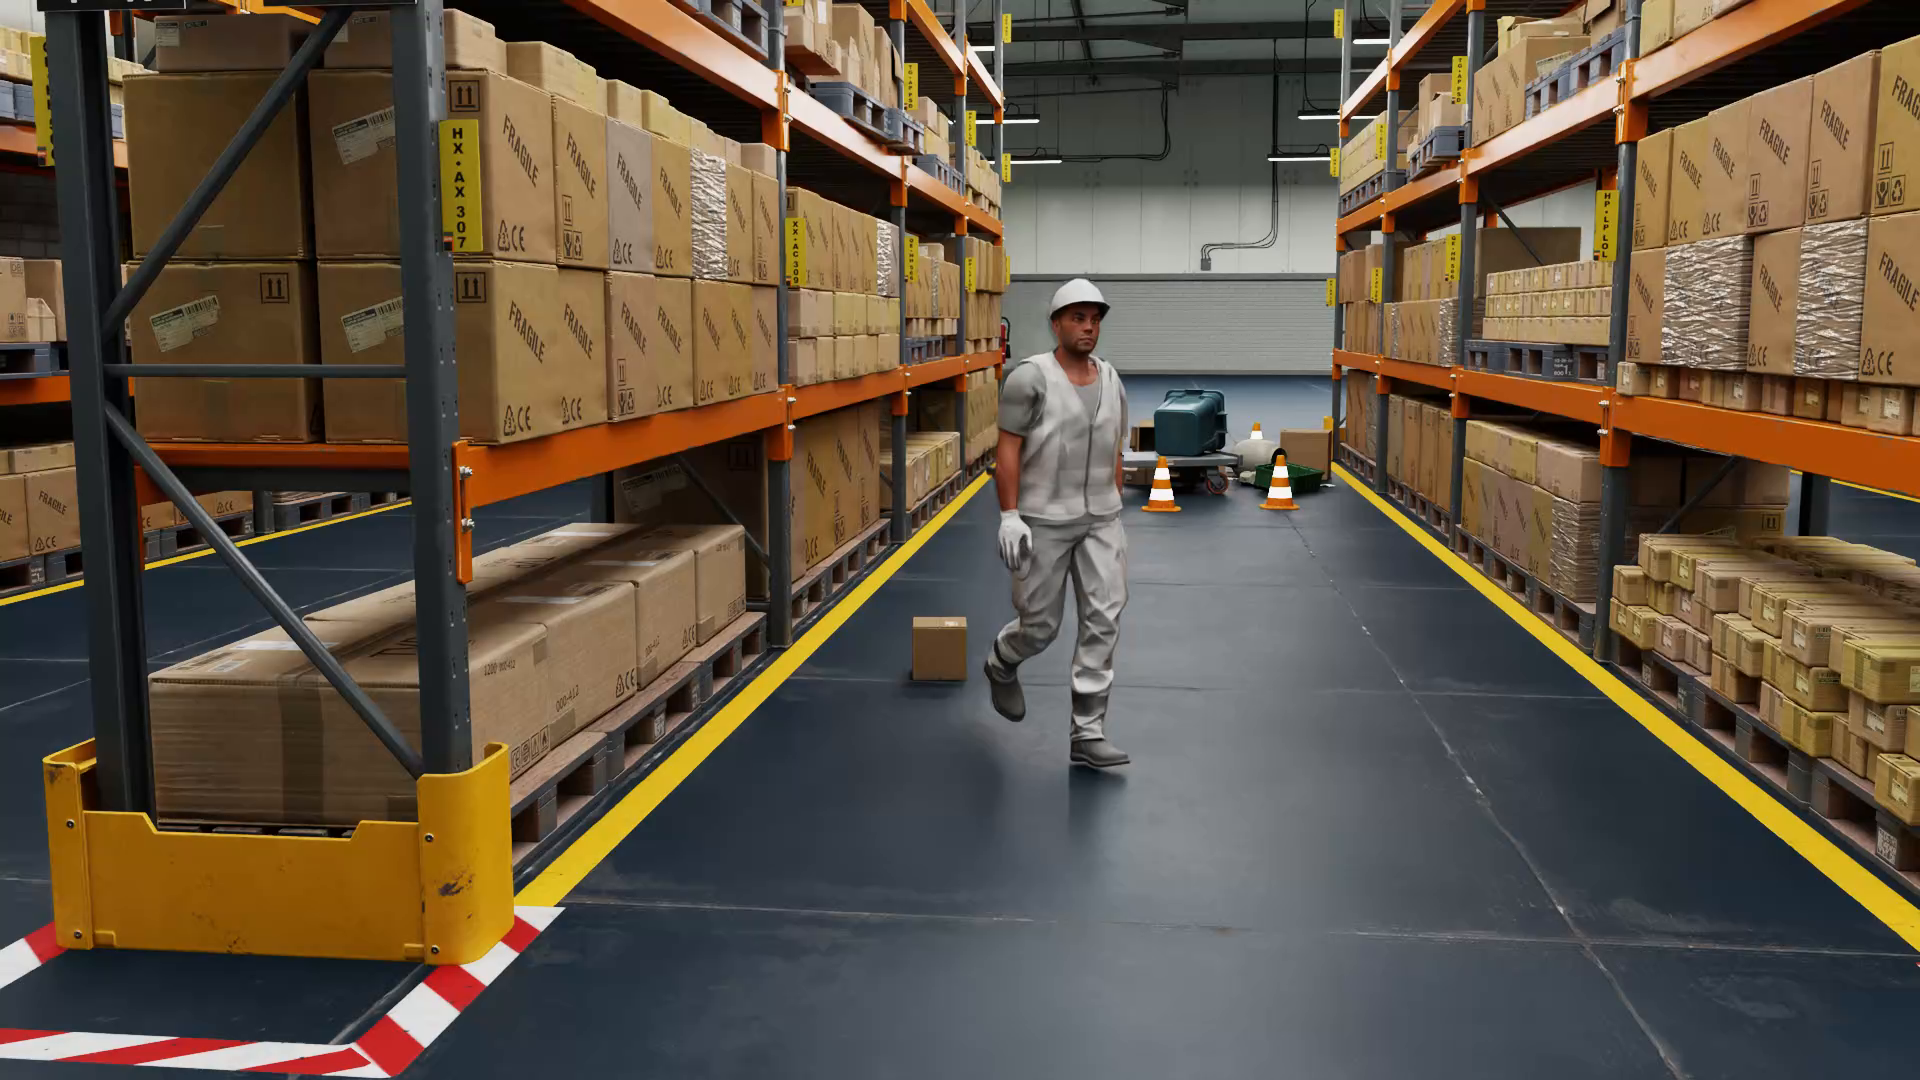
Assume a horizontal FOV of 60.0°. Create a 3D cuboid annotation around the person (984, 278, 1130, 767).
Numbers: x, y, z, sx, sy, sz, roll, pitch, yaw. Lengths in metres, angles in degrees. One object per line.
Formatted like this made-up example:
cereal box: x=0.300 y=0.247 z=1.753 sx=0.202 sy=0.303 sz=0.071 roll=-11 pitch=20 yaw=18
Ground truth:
person: x=0.356 y=-0.076 z=6.192 sx=0.558 sy=1.771 sz=0.819 roll=-4 pitch=8 yaw=-25
